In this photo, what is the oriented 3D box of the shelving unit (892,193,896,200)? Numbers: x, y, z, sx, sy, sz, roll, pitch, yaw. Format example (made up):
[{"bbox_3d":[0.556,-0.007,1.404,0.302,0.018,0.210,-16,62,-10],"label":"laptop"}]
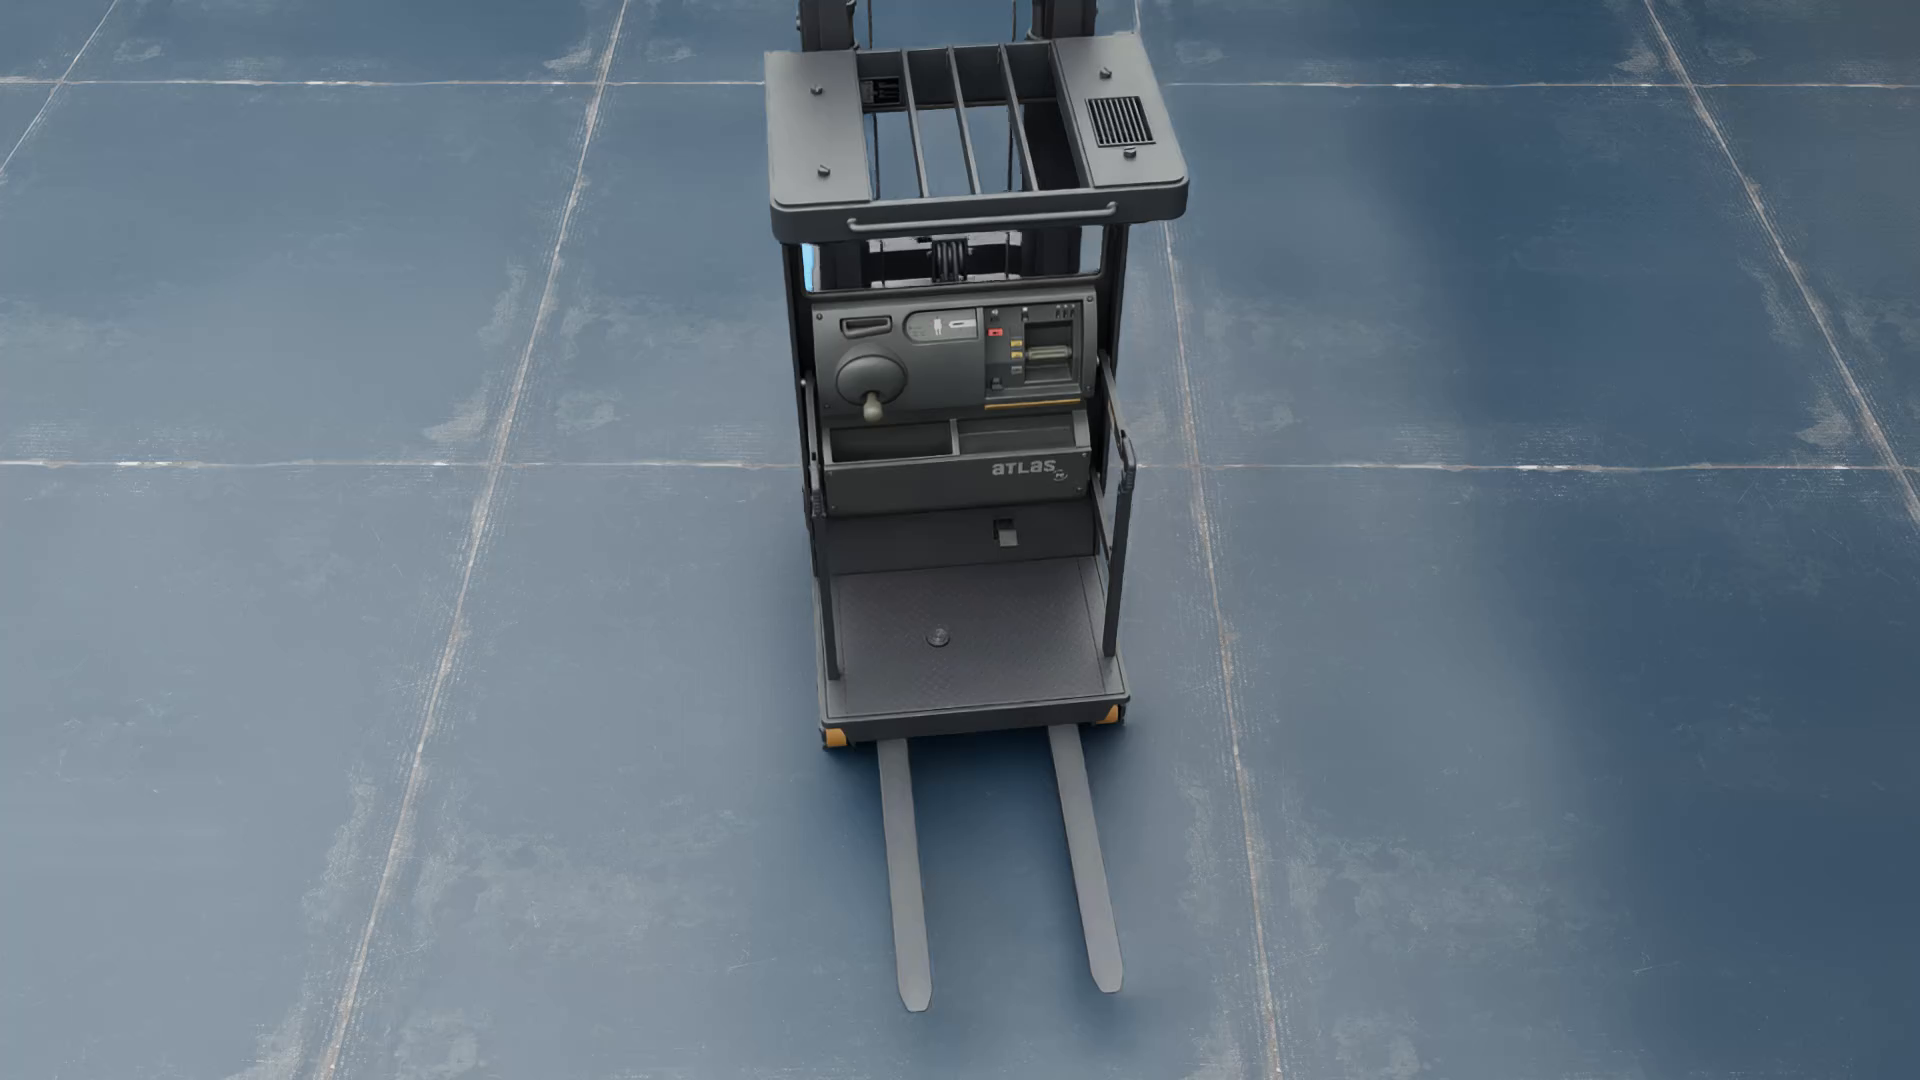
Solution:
[{"bbox_3d":[-0.324,-1.033,7.177,0.210,0.900,0.258,-18,50,-16],"label":"shelving unit"}]

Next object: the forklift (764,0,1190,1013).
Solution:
[{"bbox_3d":[0.012,-0.508,5.302,1.130,2.935,3.031,-4,47,-4],"label":"forklift"}]

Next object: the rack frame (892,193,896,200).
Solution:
[{"bbox_3d":[-0.231,-1.063,7.206,0.006,0.900,0.240,-18,50,-16],"label":"rack frame"}]
